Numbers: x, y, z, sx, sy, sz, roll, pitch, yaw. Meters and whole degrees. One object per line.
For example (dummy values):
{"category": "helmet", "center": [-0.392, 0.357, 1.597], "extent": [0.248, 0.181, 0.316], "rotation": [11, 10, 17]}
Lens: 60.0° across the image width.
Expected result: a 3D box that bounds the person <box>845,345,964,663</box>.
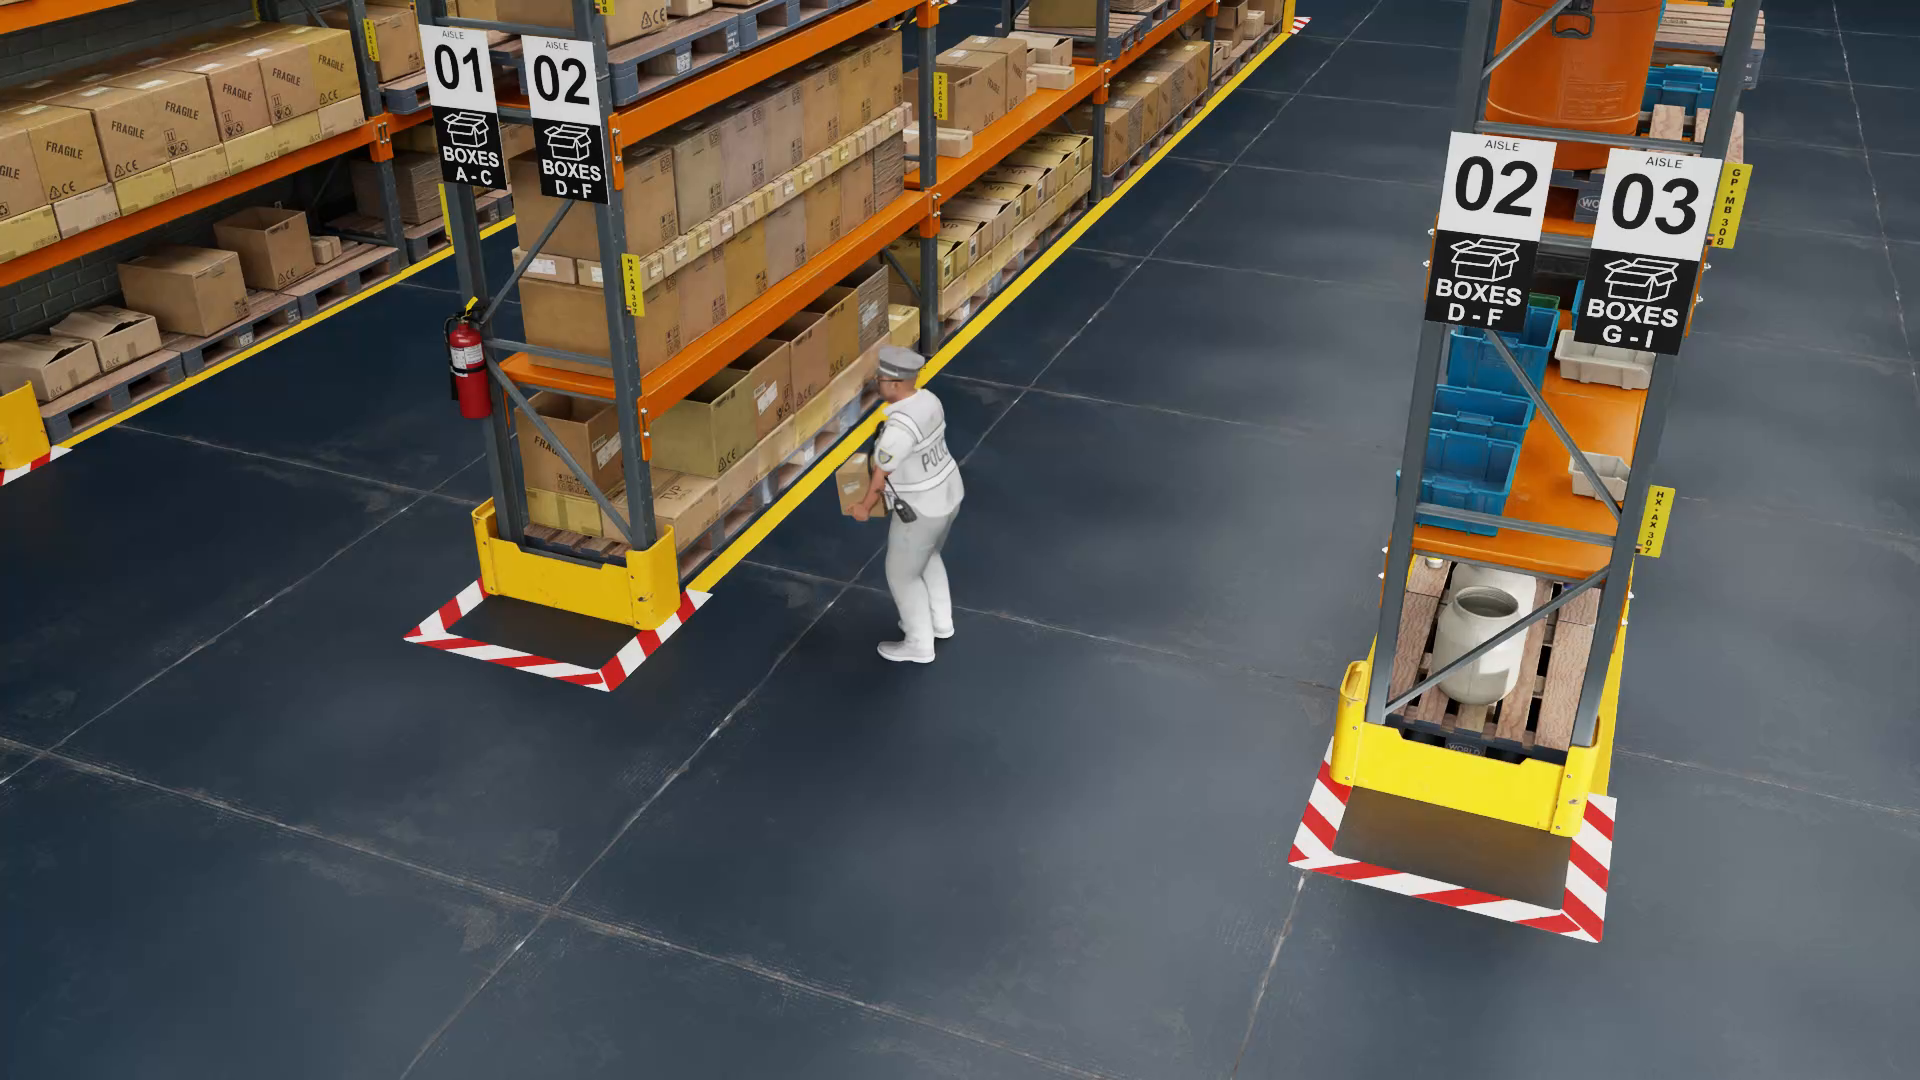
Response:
{"category": "person", "center": [-0.291, -0.190, 8.740], "extent": [0.589, 1.750, 0.487], "rotation": [11, 31, 18]}
